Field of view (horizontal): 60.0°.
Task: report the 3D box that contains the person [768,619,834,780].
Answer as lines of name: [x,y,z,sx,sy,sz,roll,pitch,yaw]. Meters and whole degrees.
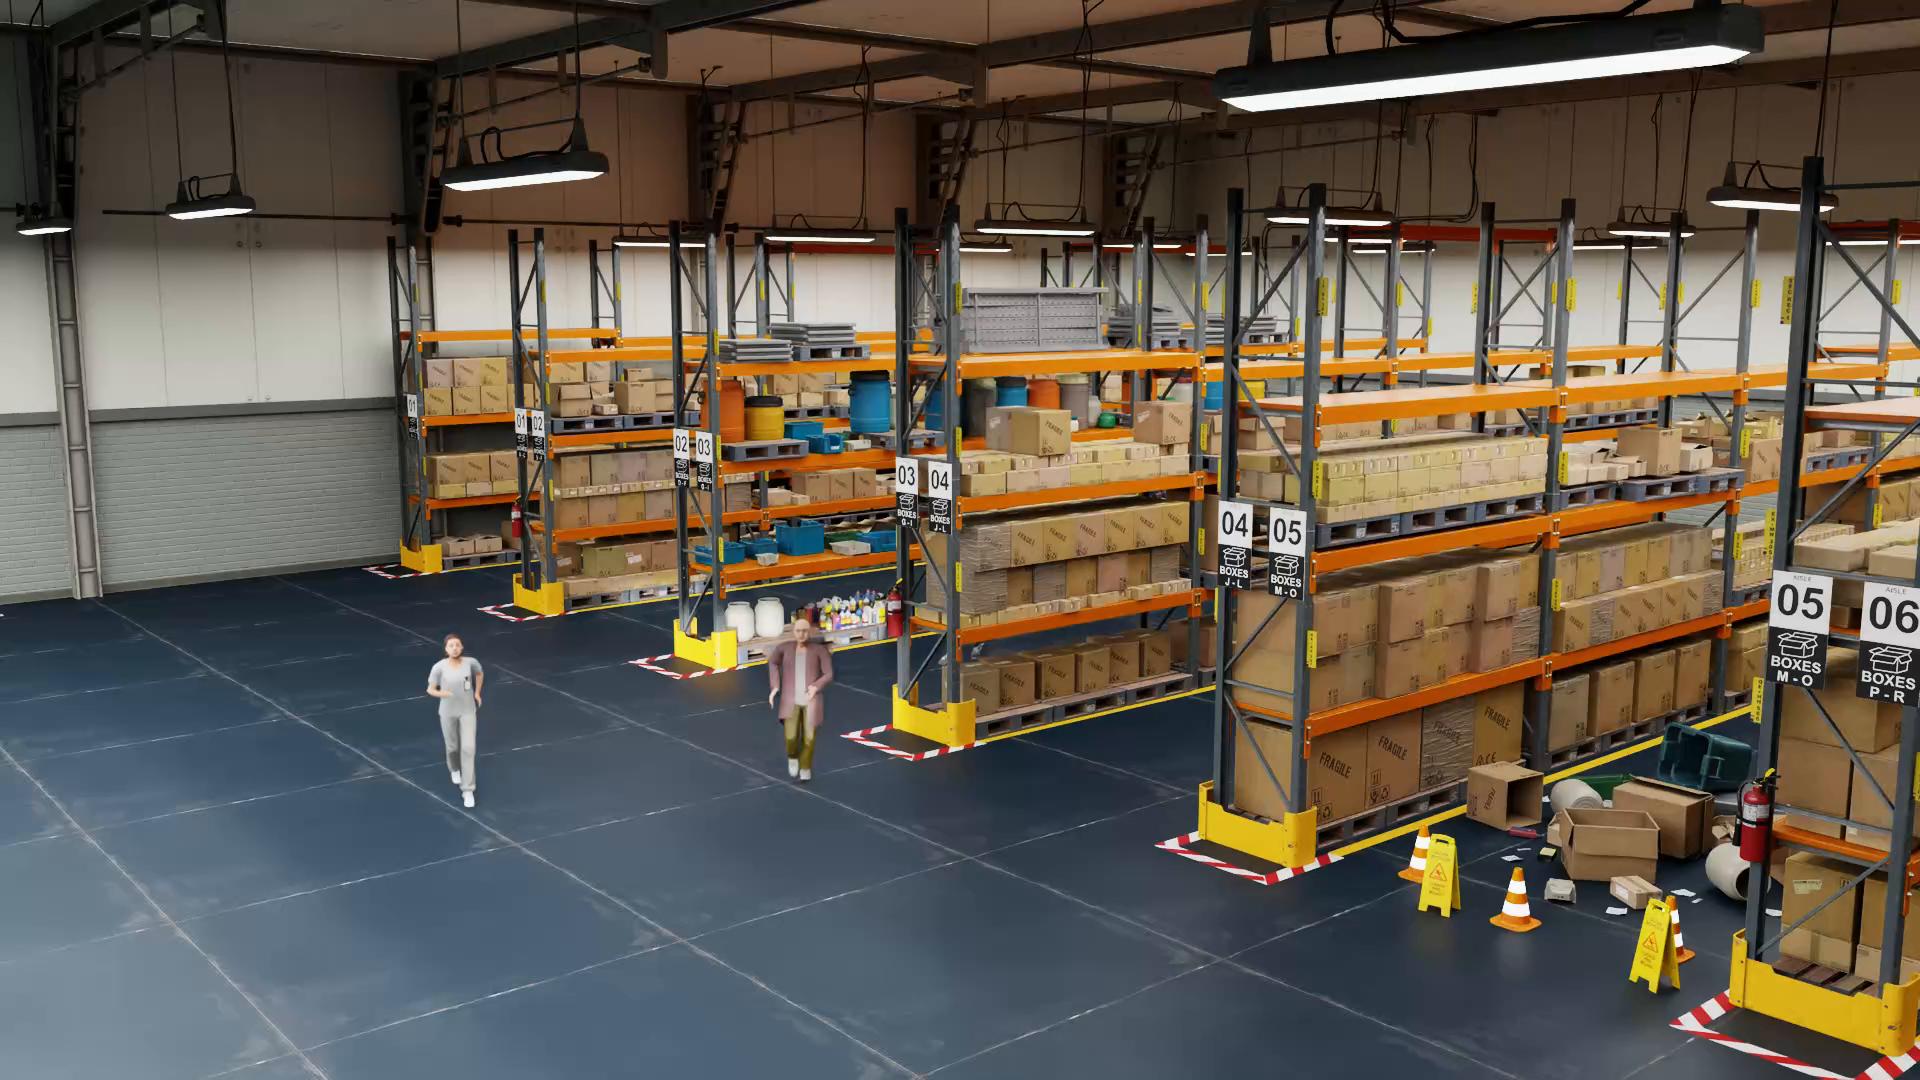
person: [-1.648,1.672,17.207,0.691,1.732,0.739,0,9,-2]

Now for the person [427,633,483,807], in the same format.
person: [-5.055,1.885,16.750,0.565,1.422,0.951,-3,9,-21]

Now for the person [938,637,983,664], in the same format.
person: [0.011,0.786,21.530,0.545,1.575,0.699,7,11,37]
